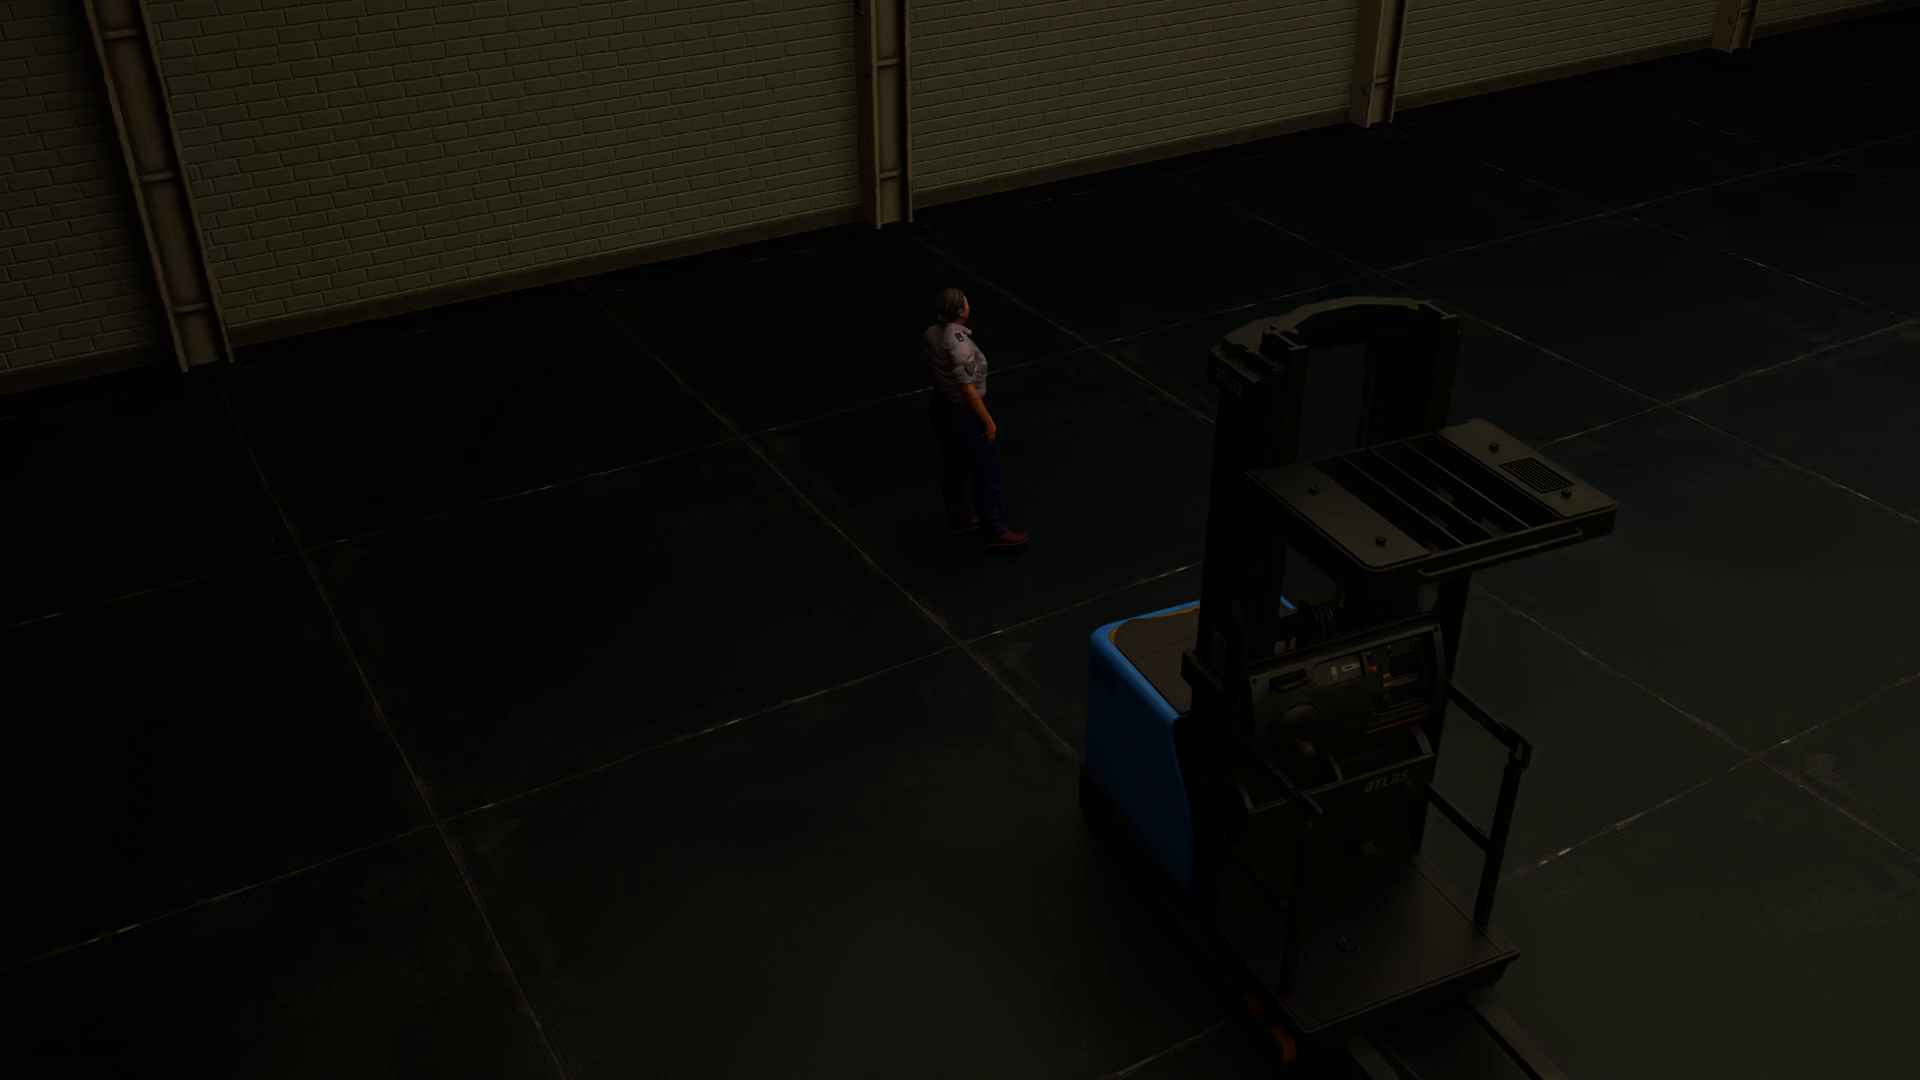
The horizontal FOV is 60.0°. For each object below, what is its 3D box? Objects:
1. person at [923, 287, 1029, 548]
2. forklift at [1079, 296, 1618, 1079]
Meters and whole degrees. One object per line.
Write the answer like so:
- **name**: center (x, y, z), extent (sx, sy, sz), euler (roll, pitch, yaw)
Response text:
- **person**: center (0.089, -0.761, 10.075), extent (0.502, 1.651, 0.598), euler (-17, 35, -26)
- **forklift**: center (1.656, 0.659, 6.547), extent (1.130, 2.935, 3.031), euler (-13, 33, -21)
